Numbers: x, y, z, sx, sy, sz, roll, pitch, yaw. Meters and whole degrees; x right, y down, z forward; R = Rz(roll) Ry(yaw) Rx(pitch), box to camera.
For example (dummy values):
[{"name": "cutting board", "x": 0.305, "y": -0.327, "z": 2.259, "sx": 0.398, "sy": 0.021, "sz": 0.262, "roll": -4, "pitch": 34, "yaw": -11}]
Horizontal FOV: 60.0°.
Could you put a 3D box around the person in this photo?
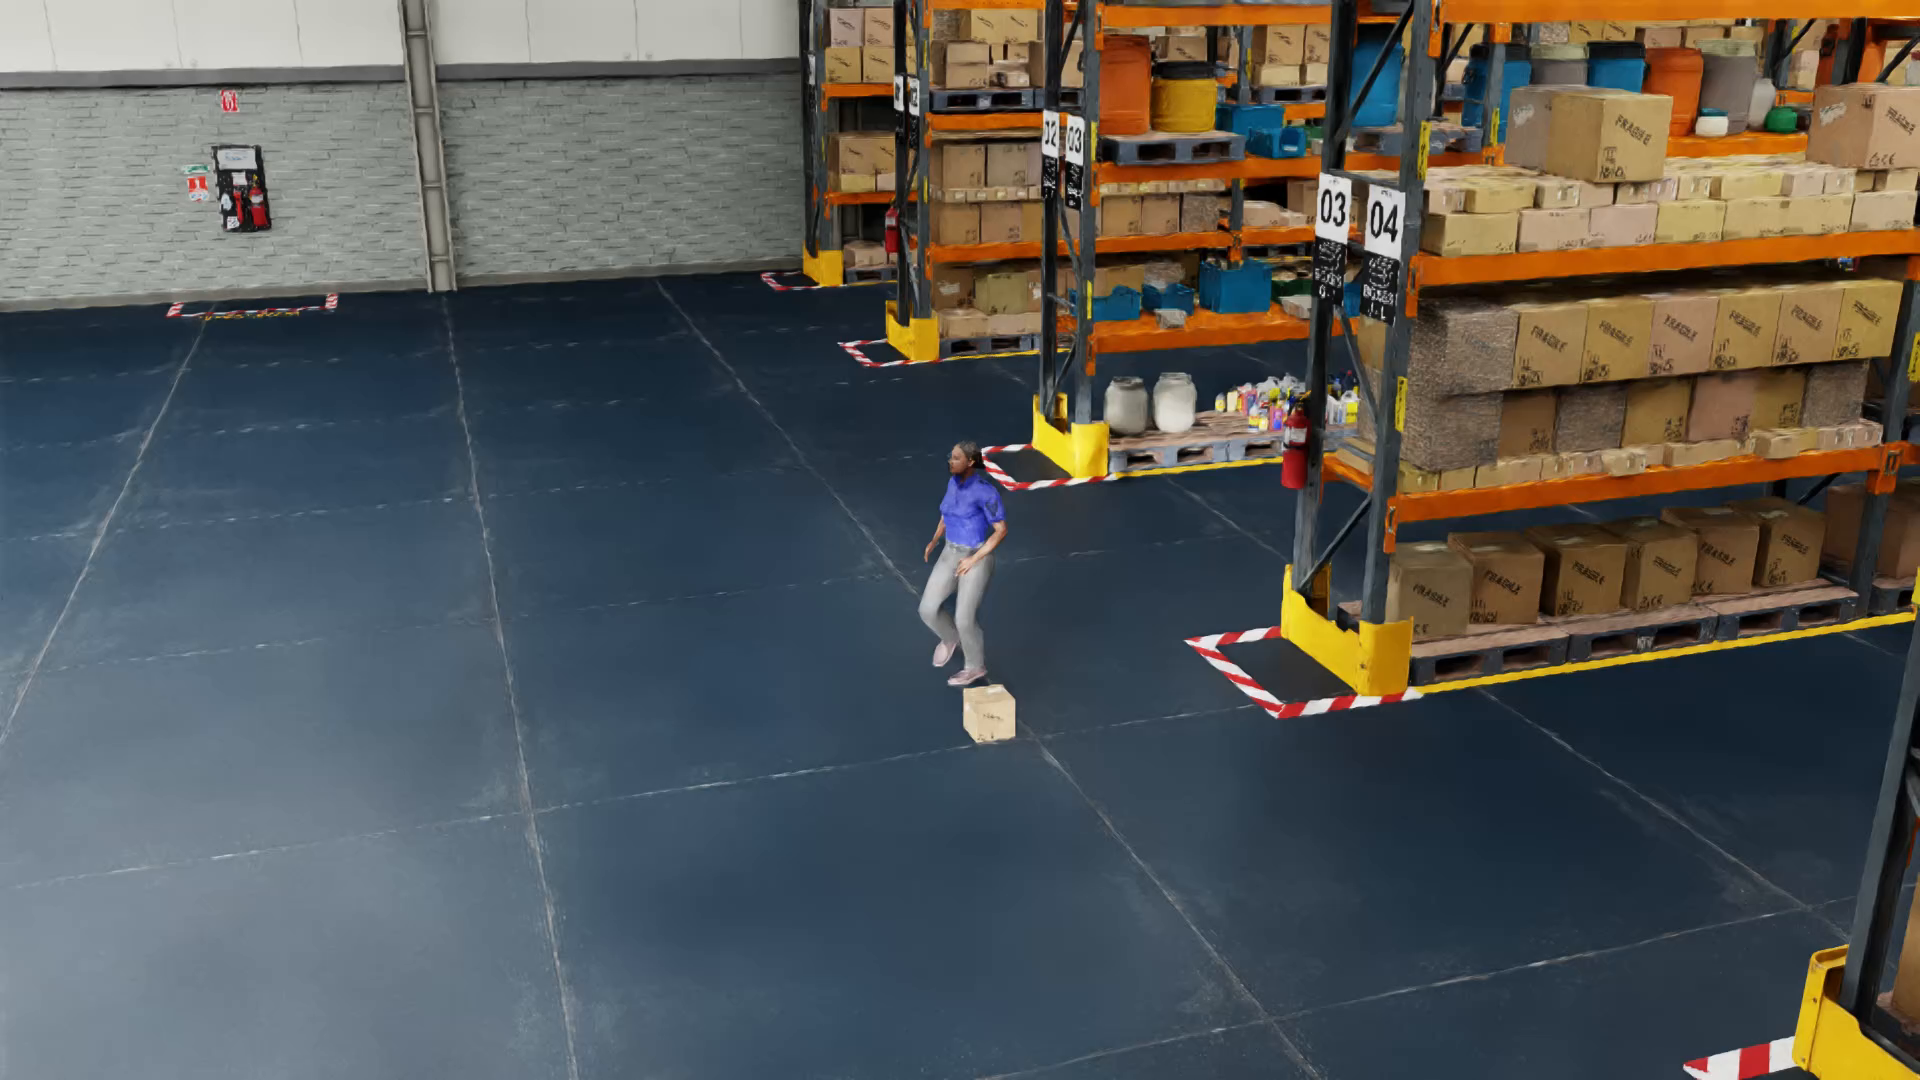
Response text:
[{"name": "person", "x": 0.017, "y": 0.159, "z": 10.690, "sx": 0.621, "sy": 1.627, "sz": 0.472, "roll": 17, "pitch": 25, "yaw": 39}]
